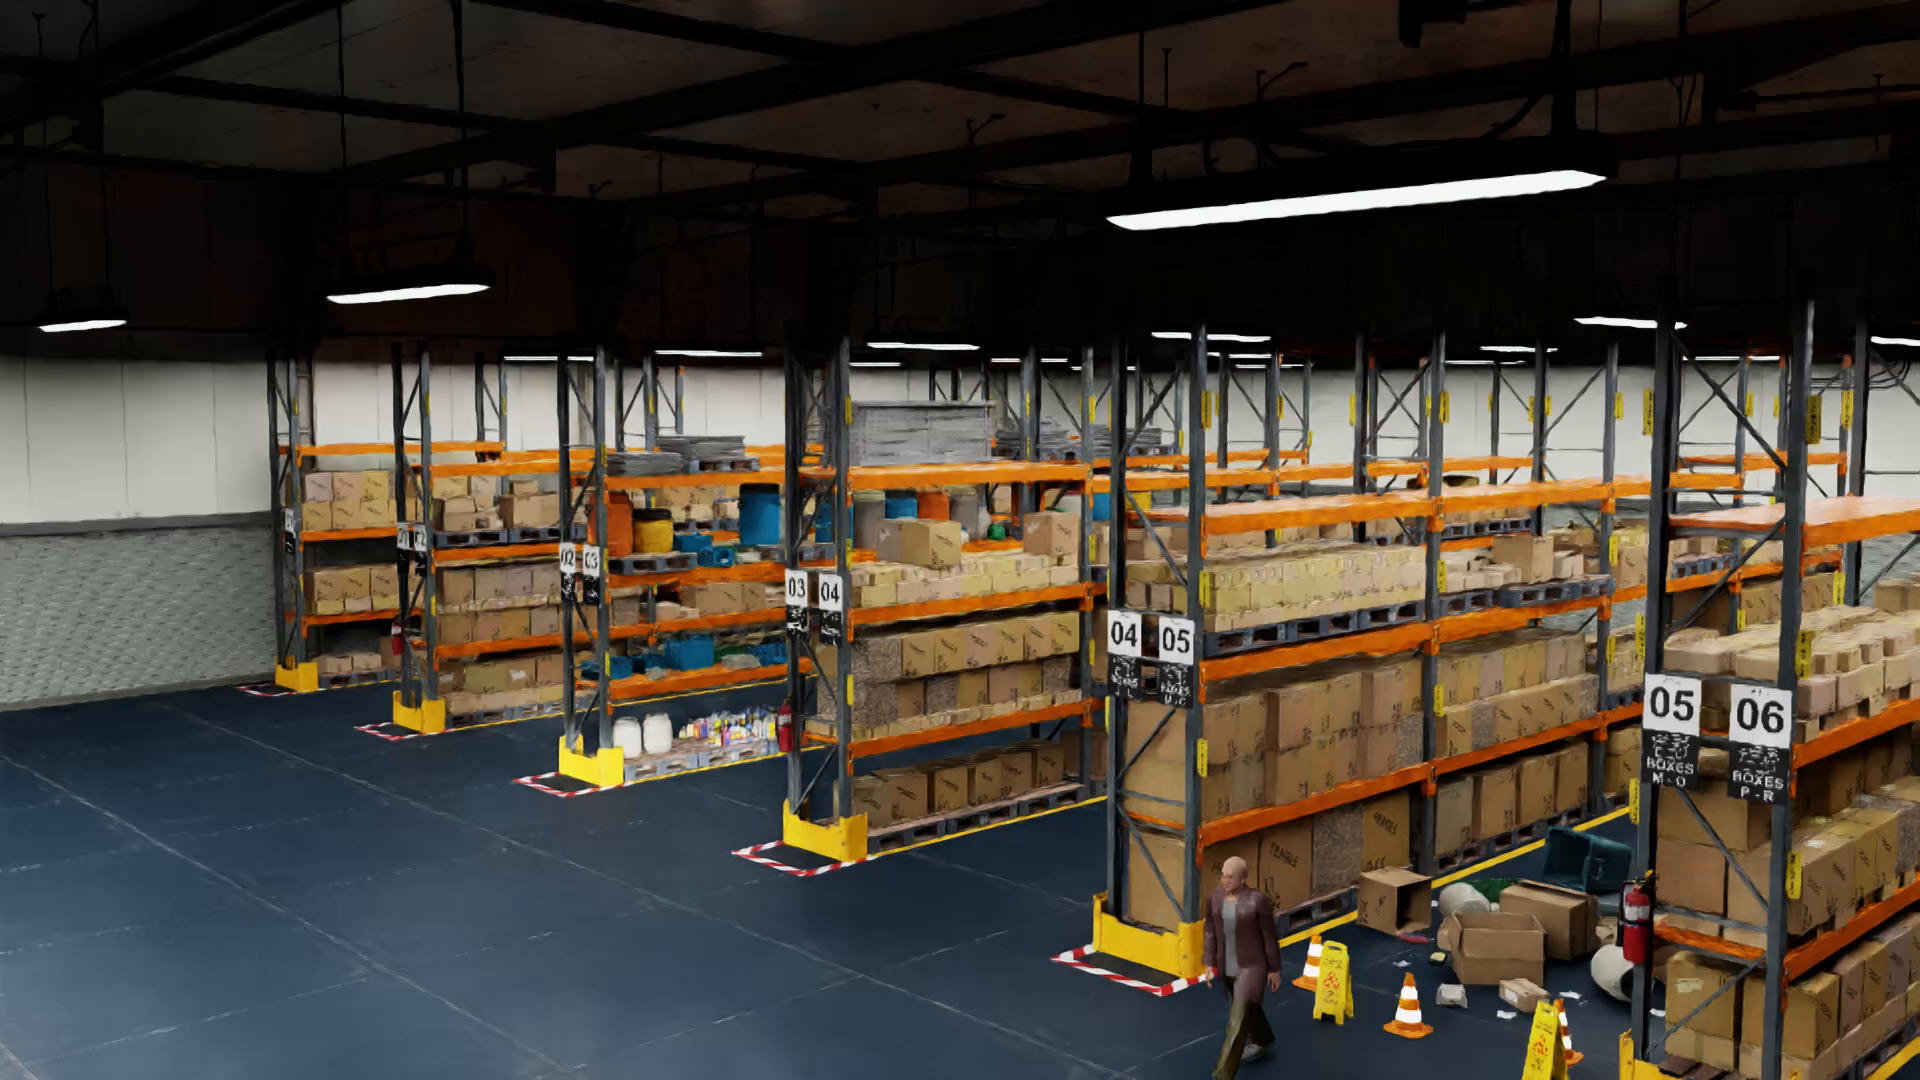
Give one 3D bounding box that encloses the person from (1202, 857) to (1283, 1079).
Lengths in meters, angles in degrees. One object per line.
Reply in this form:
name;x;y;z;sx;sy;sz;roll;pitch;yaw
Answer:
person;2.078;3.214;12.547;0.589;1.698;1.195;5;7;44
